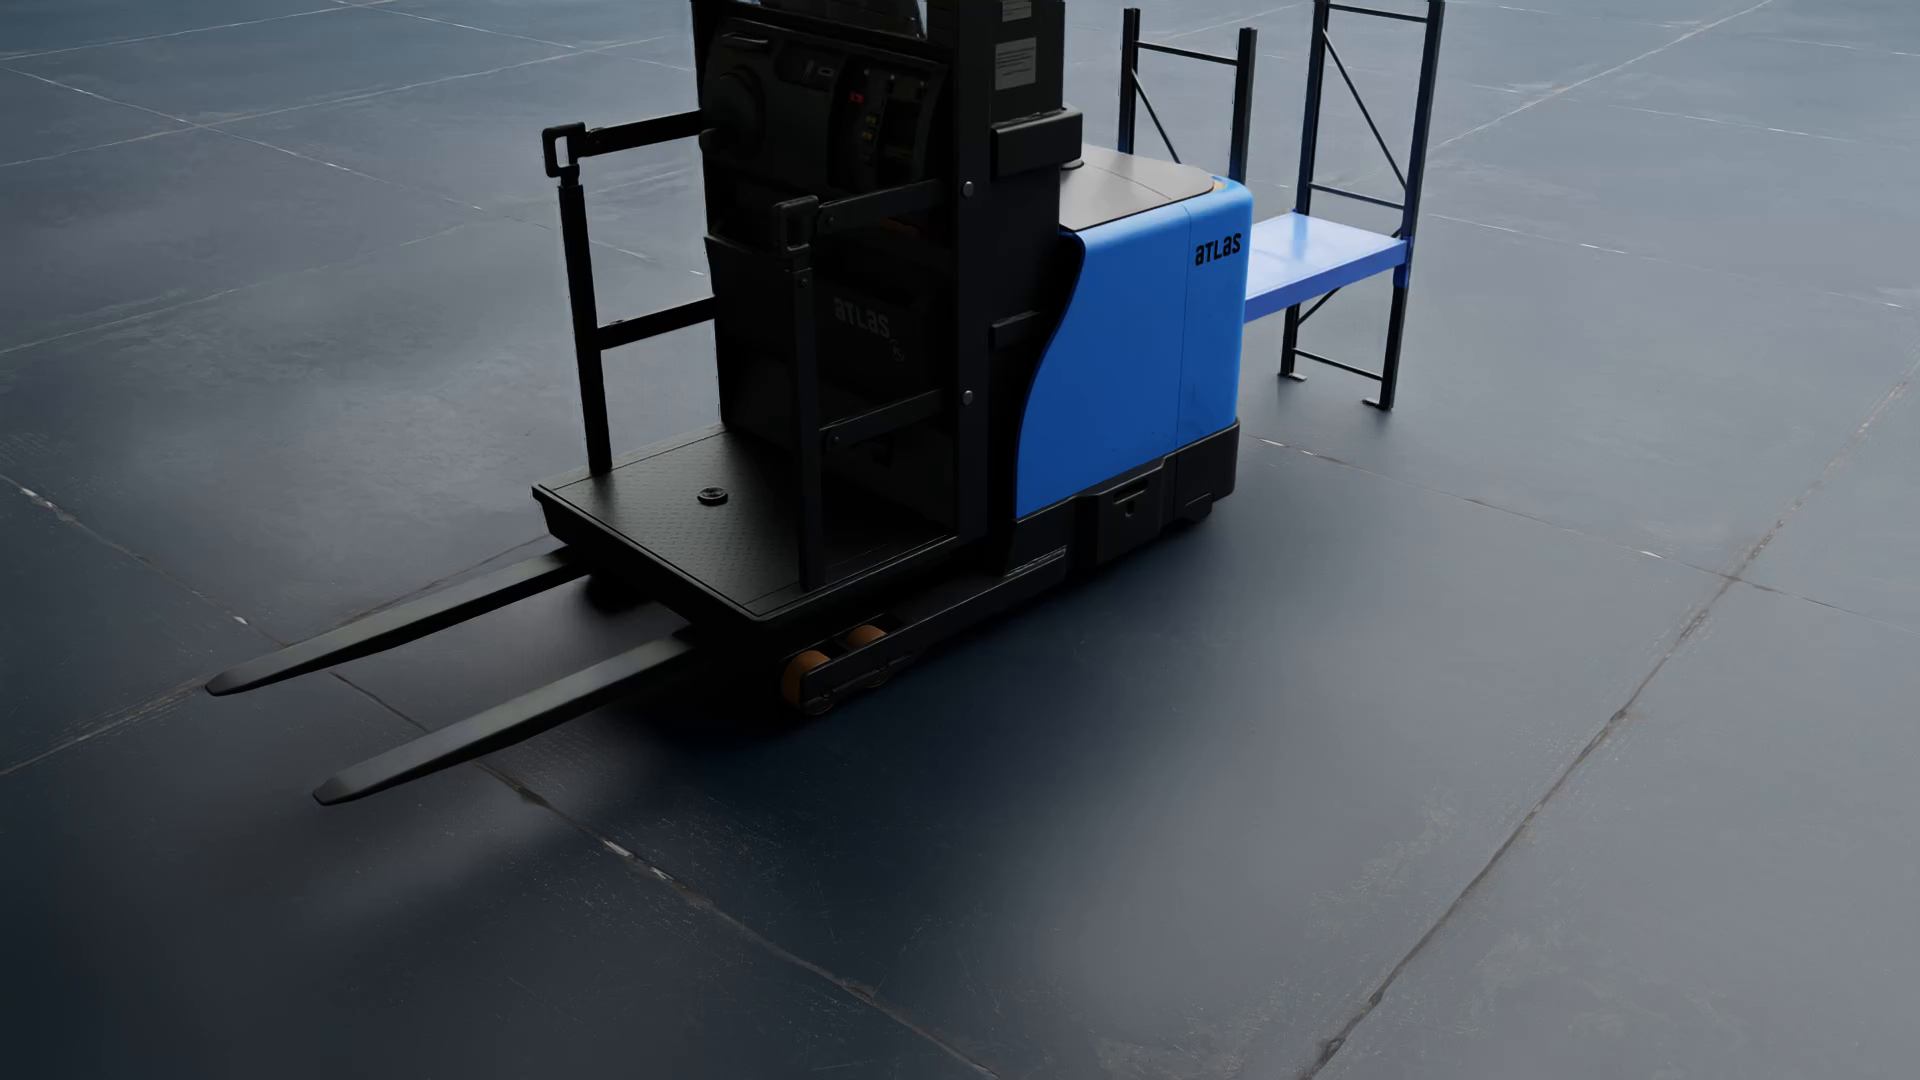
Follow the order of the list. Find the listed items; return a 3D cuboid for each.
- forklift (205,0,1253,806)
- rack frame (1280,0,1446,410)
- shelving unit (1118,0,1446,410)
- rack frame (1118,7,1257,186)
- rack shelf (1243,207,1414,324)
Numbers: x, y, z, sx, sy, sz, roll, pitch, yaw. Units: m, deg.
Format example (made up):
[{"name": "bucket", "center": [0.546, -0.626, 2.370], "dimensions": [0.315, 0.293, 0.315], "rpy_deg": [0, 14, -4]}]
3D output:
[{"name": "forklift", "center": [-0.522, -1.112, 4.209], "dimensions": [3.031, 2.935, 1.130], "rpy_deg": [-23, 35, -38]}, {"name": "rack frame", "center": [1.435, -1.239, 6.012], "dimensions": [0.032, 1.500, 0.500], "rpy_deg": [-23, 35, -38]}, {"name": "shelving unit", "center": [1.064, -1.079, 5.703], "dimensions": [1.048, 1.500, 0.538], "rpy_deg": [-23, 35, -38]}, {"name": "rack frame", "center": [0.694, -0.918, 5.393], "dimensions": [0.032, 1.500, 0.500], "rpy_deg": [-23, 35, -38]}, {"name": "rack shelf", "center": [1.064, -0.919, 5.785], "dimensions": [1.000, 0.185, 0.538], "rpy_deg": [-23, 35, -38]}]
